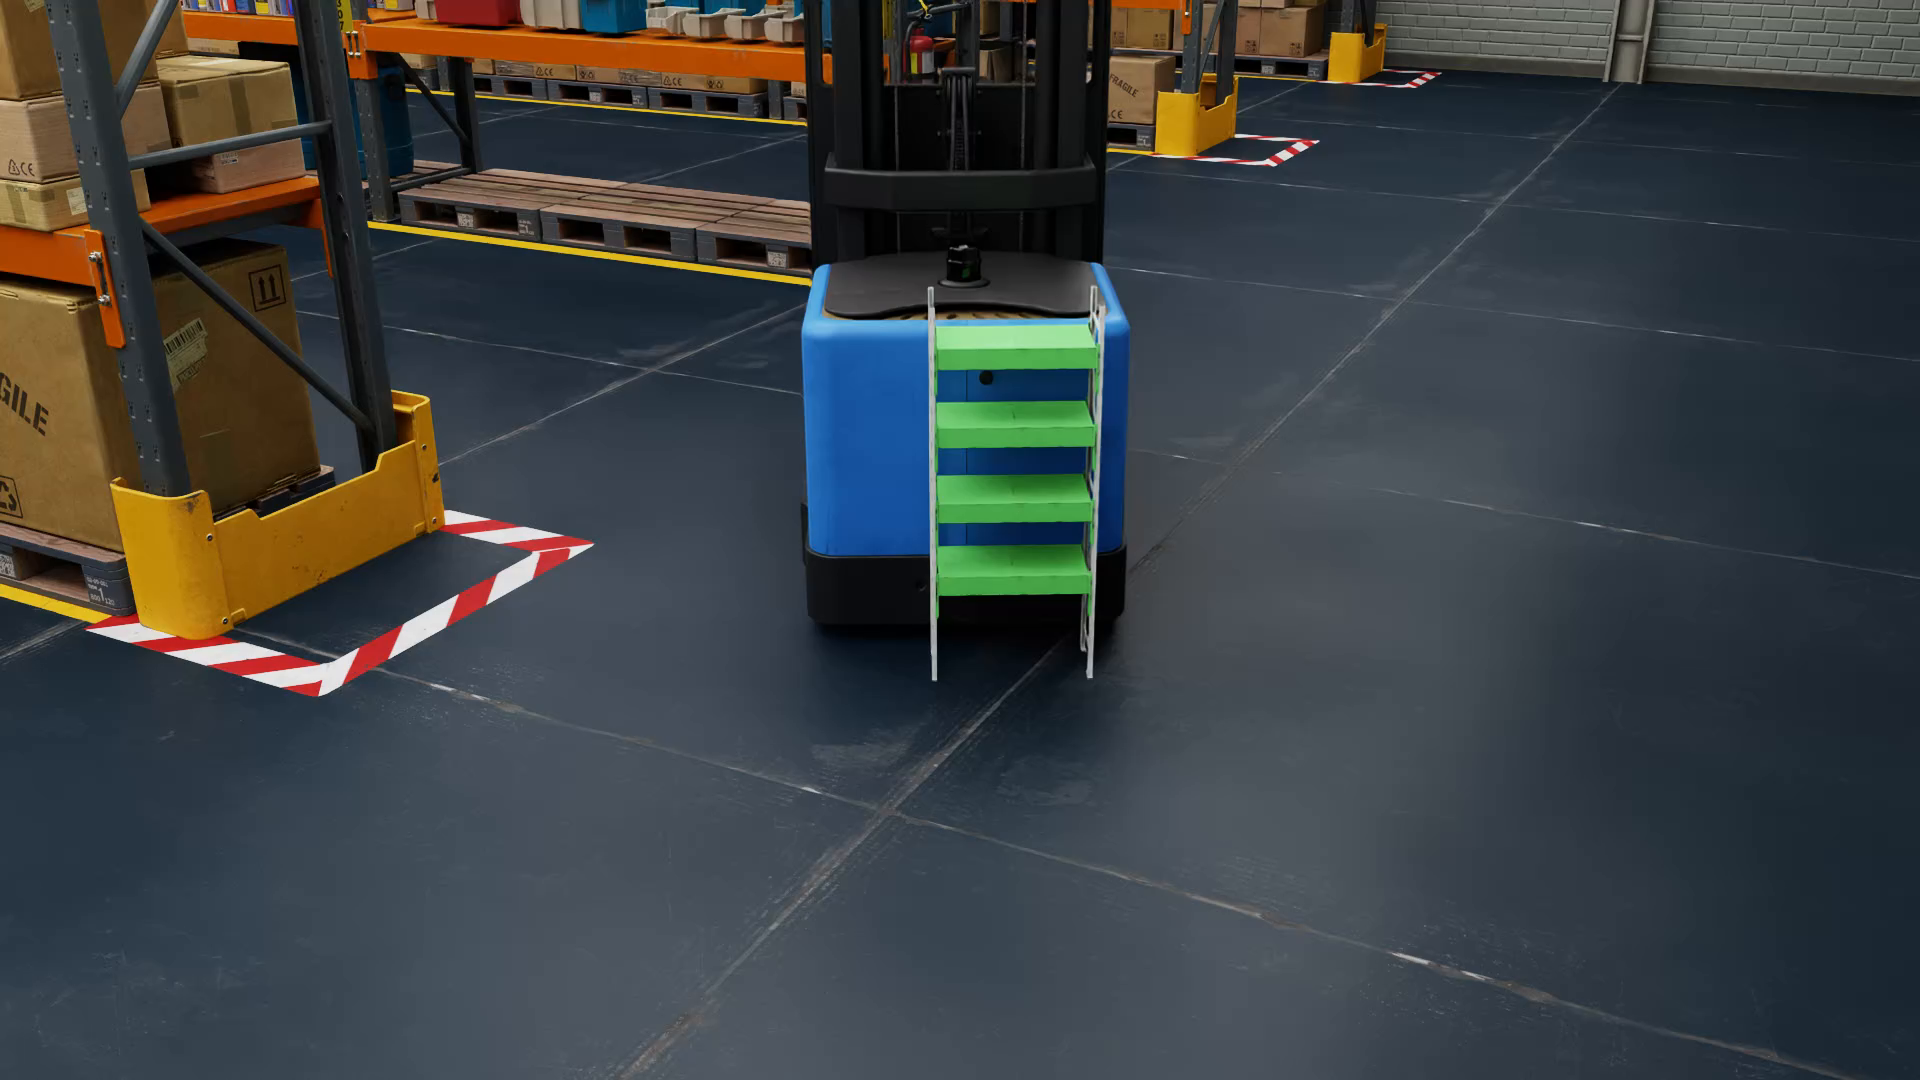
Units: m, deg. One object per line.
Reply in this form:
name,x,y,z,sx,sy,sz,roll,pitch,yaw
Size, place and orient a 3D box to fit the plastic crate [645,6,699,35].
plastic crate,-1.752,-3.139,10.059,0.250,0.136,0.298,11,25,25

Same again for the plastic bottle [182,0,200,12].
plastic bottle,-5.329,-3.834,11.590,0.135,0.276,0.152,11,25,25

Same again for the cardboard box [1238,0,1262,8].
cardboard box,3.216,-5.903,18.127,0.250,0.149,0.380,12,26,26

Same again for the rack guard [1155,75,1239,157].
rack guard,2.012,-3.602,14.081,0.348,0.500,1.175,11,25,25

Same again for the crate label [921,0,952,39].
crate label,-0.231,-3.119,9.887,0.303,0.233,0.416,11,25,25

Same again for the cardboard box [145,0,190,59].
cardboard box,-3.146,-1.960,5.879,0.500,0.500,0.500,11,25,23

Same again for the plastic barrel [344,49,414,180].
plastic barrel,-4.206,-3.045,11.723,0.708,0.901,0.600,11,25,25

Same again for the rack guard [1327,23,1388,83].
rack guard,4.333,-5.315,18.109,0.348,0.500,1.175,11,25,25

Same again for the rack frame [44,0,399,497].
rack frame,-2.394,-1.280,5.426,0.127,3.000,1.000,11,25,25

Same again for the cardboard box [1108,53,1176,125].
cardboard box,1.483,-3.801,13.986,0.500,0.500,0.500,11,25,25

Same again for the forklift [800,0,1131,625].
forklift,-0.017,-1.602,6.272,1.130,2.935,3.031,-1,23,-1

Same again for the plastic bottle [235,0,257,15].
plastic bottle,-4.861,-3.774,11.354,0.185,0.351,0.144,11,25,25

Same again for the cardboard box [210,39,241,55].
cardboard box,-7.926,-5.537,18.414,0.500,0.250,0.500,12,26,26

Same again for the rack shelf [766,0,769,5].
rack shelf,-3.275,-5.467,16.192,4.000,0.370,1.077,11,25,25

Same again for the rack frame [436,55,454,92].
rack frame,-5.060,-6.151,16.882,0.127,3.000,1.000,11,25,25

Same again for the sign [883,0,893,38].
sign,-0.393,-2.890,9.003,0.005,0.325,0.100,11,25,25

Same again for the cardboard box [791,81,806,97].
cardboard box,-1.213,-4.260,15.309,0.500,0.311,0.500,11,25,25

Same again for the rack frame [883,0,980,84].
rack frame,-0.159,-3.009,9.494,0.127,3.000,1.000,11,25,25

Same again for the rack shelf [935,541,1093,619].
rack shelf,0.161,0.122,5.207,0.480,0.148,0.258,-1,23,-2

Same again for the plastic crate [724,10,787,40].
plastic crate,-1.220,-3.053,9.855,0.243,0.136,0.396,11,25,25

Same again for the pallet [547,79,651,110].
pallet,-3.326,-4.507,16.579,1.213,0.211,1.003,11,25,25

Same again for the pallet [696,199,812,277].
pallet,-0.877,-1.885,10.414,1.213,0.211,1.003,11,25,25

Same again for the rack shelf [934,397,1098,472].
rack shelf,0.161,-0.320,5.019,0.480,0.148,0.258,-1,23,-2

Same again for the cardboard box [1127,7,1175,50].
cardboard box,2.267,-5.870,18.877,0.500,0.500,0.700,12,26,26

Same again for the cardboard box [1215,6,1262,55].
cardboard box,3.195,-5.689,18.453,0.500,0.500,0.700,11,25,24

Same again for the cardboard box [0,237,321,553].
cardboard box,-3.001,-0.580,5.960,0.875,0.875,0.875,11,25,25

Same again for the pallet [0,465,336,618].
pallet,-3.142,-0.110,6.239,1.213,0.211,1.003,11,25,25

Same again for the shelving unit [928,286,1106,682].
shelving unit,0.161,-0.158,5.088,0.503,1.200,0.258,-1,23,-2

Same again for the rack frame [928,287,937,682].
rack frame,-0.083,-0.154,5.080,0.015,1.200,0.240,-1,23,-2

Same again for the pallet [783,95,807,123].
pallet,-0.878,-4.040,15.481,1.213,0.211,1.003,11,25,25

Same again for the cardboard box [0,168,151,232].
cardboard box,-2.860,-1.112,5.353,0.250,0.149,0.380,12,26,26

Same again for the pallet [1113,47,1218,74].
pallet,2.478,-5.516,18.951,1.213,0.211,1.003,11,25,25

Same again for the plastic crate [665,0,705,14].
plastic crate,-1.673,-3.404,10.559,0.300,0.233,0.416,11,25,25

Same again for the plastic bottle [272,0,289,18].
plastic bottle,-4.552,-3.680,11.229,0.135,0.276,0.152,11,25,25

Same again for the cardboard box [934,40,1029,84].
cardboard box,0.189,-4.169,14.847,0.637,0.503,0.797,11,25,25

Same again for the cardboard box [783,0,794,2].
cardboard box,-2.231,-6.910,20.877,0.750,0.750,0.750,11,25,24

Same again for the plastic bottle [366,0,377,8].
plastic bottle,-4.180,-3.925,11.811,0.097,0.271,0.097,0,23,0

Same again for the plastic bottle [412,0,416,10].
plastic bottle,-3.863,-3.876,11.680,0.133,0.283,0.061,11,25,25

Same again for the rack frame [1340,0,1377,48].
rack frame,4.311,-6.469,17.630,0.127,3.000,1.000,11,25,25

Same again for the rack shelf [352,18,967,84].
rack shelf,-1.944,-3.031,10.465,4.000,0.370,1.077,11,25,25

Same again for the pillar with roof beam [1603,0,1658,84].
pillar with roof beam,5.169,-7.552,12.509,0.400,9.000,9.100,11,25,25

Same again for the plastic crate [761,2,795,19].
plastic crate,-1.085,-3.280,10.389,0.298,0.136,0.250,11,25,25

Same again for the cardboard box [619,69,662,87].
cardboard box,-2.945,-4.663,16.014,0.500,0.500,0.500,12,26,25

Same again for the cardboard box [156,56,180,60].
cardboard box,-3.167,-1.616,6.029,0.500,0.250,0.500,11,25,24

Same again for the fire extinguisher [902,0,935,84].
fire extinguisher,-0.229,-2.617,9.146,0.183,0.674,0.296,11,25,25

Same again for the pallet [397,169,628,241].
pallet,-3.055,-2.316,11.427,1.213,0.211,1.003,11,25,25

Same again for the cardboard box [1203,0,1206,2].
cardboard box,2.711,-6.171,18.755,0.250,0.149,0.380,11,26,25

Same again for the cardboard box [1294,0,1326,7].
cardboard box,3.843,-5.947,18.231,0.250,0.149,0.380,11,26,25

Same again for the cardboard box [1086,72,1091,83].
cardboard box,1.276,-3.959,14.678,0.500,0.250,0.500,11,25,25

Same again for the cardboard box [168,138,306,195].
cardboard box,-2.561,-1.342,5.894,0.250,0.149,0.380,12,26,25

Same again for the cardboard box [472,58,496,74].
cardboard box,-4.783,-5.023,16.861,0.500,0.500,0.500,12,26,27

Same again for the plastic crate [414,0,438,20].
plastic crate,-3.378,-3.490,10.884,0.243,0.136,0.396,11,25,25

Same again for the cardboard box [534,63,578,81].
cardboard box,-3.868,-4.842,16.436,0.500,0.500,0.500,11,25,24

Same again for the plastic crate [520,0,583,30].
plastic crate,-2.449,-3.355,10.381,0.530,0.282,0.437,11,25,25

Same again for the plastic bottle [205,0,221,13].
plastic bottle,-5.122,-3.793,11.494,0.135,0.276,0.152,11,25,25

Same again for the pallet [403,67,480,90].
pallet,-5.777,-5.027,17.801,1.213,0.211,1.003,11,25,25

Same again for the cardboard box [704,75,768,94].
cardboard box,-2.060,-4.484,15.593,0.500,0.500,0.500,11,25,24

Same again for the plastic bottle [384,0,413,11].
plastic bottle,-3.932,-3.876,11.593,0.185,0.351,0.144,11,25,25
